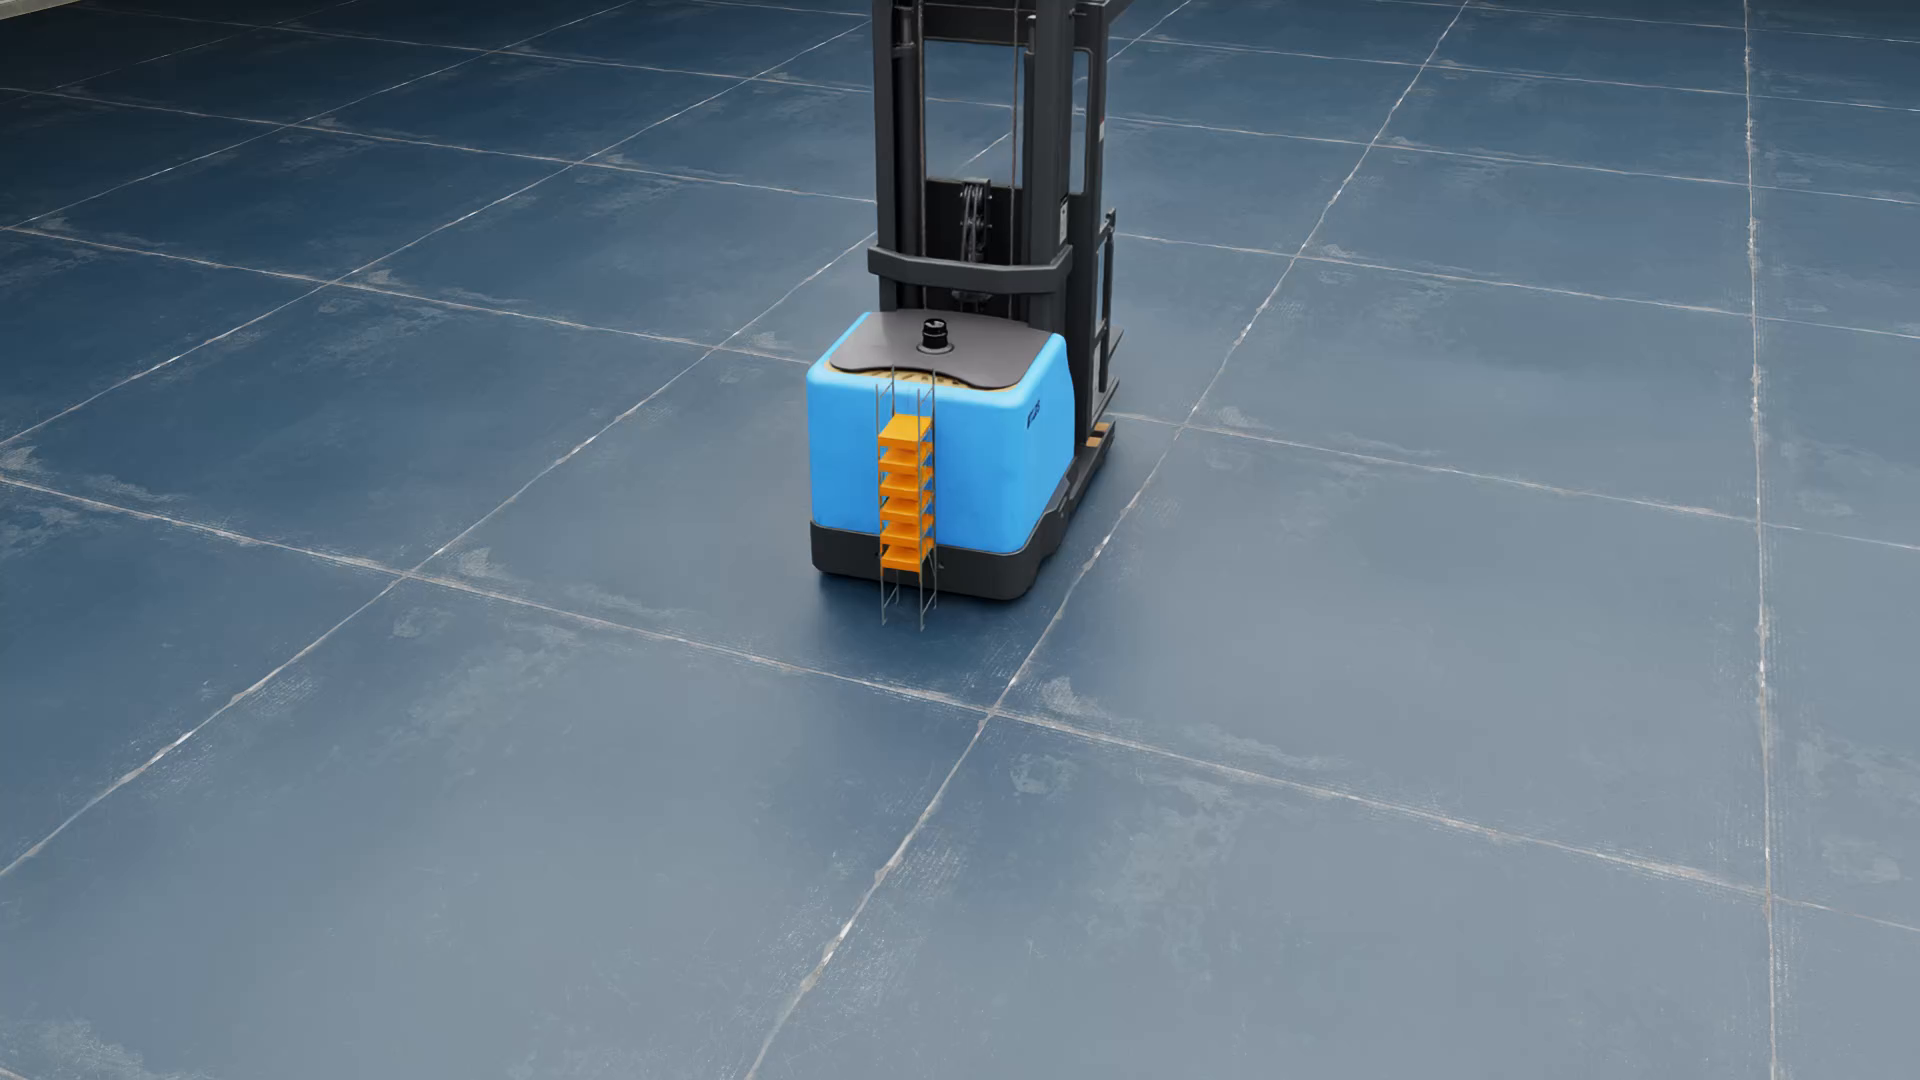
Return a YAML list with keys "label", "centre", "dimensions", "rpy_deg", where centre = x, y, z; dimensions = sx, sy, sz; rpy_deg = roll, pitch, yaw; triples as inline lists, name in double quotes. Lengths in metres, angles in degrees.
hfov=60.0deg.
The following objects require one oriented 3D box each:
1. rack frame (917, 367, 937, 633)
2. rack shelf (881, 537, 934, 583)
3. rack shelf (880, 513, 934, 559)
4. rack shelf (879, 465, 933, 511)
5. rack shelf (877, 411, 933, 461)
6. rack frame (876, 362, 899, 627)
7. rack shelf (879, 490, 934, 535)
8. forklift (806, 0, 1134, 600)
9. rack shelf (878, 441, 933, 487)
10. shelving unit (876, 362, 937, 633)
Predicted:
- label: "rack frame"
  centre: [-0.143, -0.161, 7.316]
  dimensions: [0.006, 1.200, 0.240]
  rpy_deg: [8, 30, 14]
- label: "rack shelf"
  centre: [-0.231, 0.074, 7.477]
  dimensions: [0.180, 0.103, 0.258]
  rpy_deg: [8, 30, 14]
- label: "rack shelf"
  centre: [-0.231, -0.030, 7.418]
  dimensions: [0.180, 0.103, 0.258]
  rpy_deg: [8, 30, 14]
- label: "rack shelf"
  centre: [-0.231, -0.239, 7.300]
  dimensions: [0.180, 0.103, 0.258]
  rpy_deg: [8, 30, 14]
- label: "rack shelf"
  centre: [-0.231, -0.448, 7.182]
  dimensions: [0.180, 0.103, 0.258]
  rpy_deg: [8, 30, 14]
- label: "rack frame"
  centre: [-0.319, -0.186, 7.359]
  dimensions: [0.006, 1.200, 0.240]
  rpy_deg: [8, 30, 14]
- label: "rack shelf"
  centre: [-0.231, -0.135, 7.359]
  dimensions: [0.180, 0.103, 0.258]
  rpy_deg: [8, 30, 14]
- label: "forklift"
  centre: [0.217, -1.713, 8.303]
  dimensions: [1.130, 2.935, 3.031]
  rpy_deg: [9, 31, 15]
- label: "rack shelf"
  centre: [-0.231, -0.344, 7.241]
  dimensions: [0.180, 0.103, 0.258]
  rpy_deg: [8, 30, 14]
- label: "shelving unit"
  centre: [-0.231, -0.173, 7.338]
  dimensions: [0.189, 1.200, 0.258]
  rpy_deg: [8, 30, 14]
